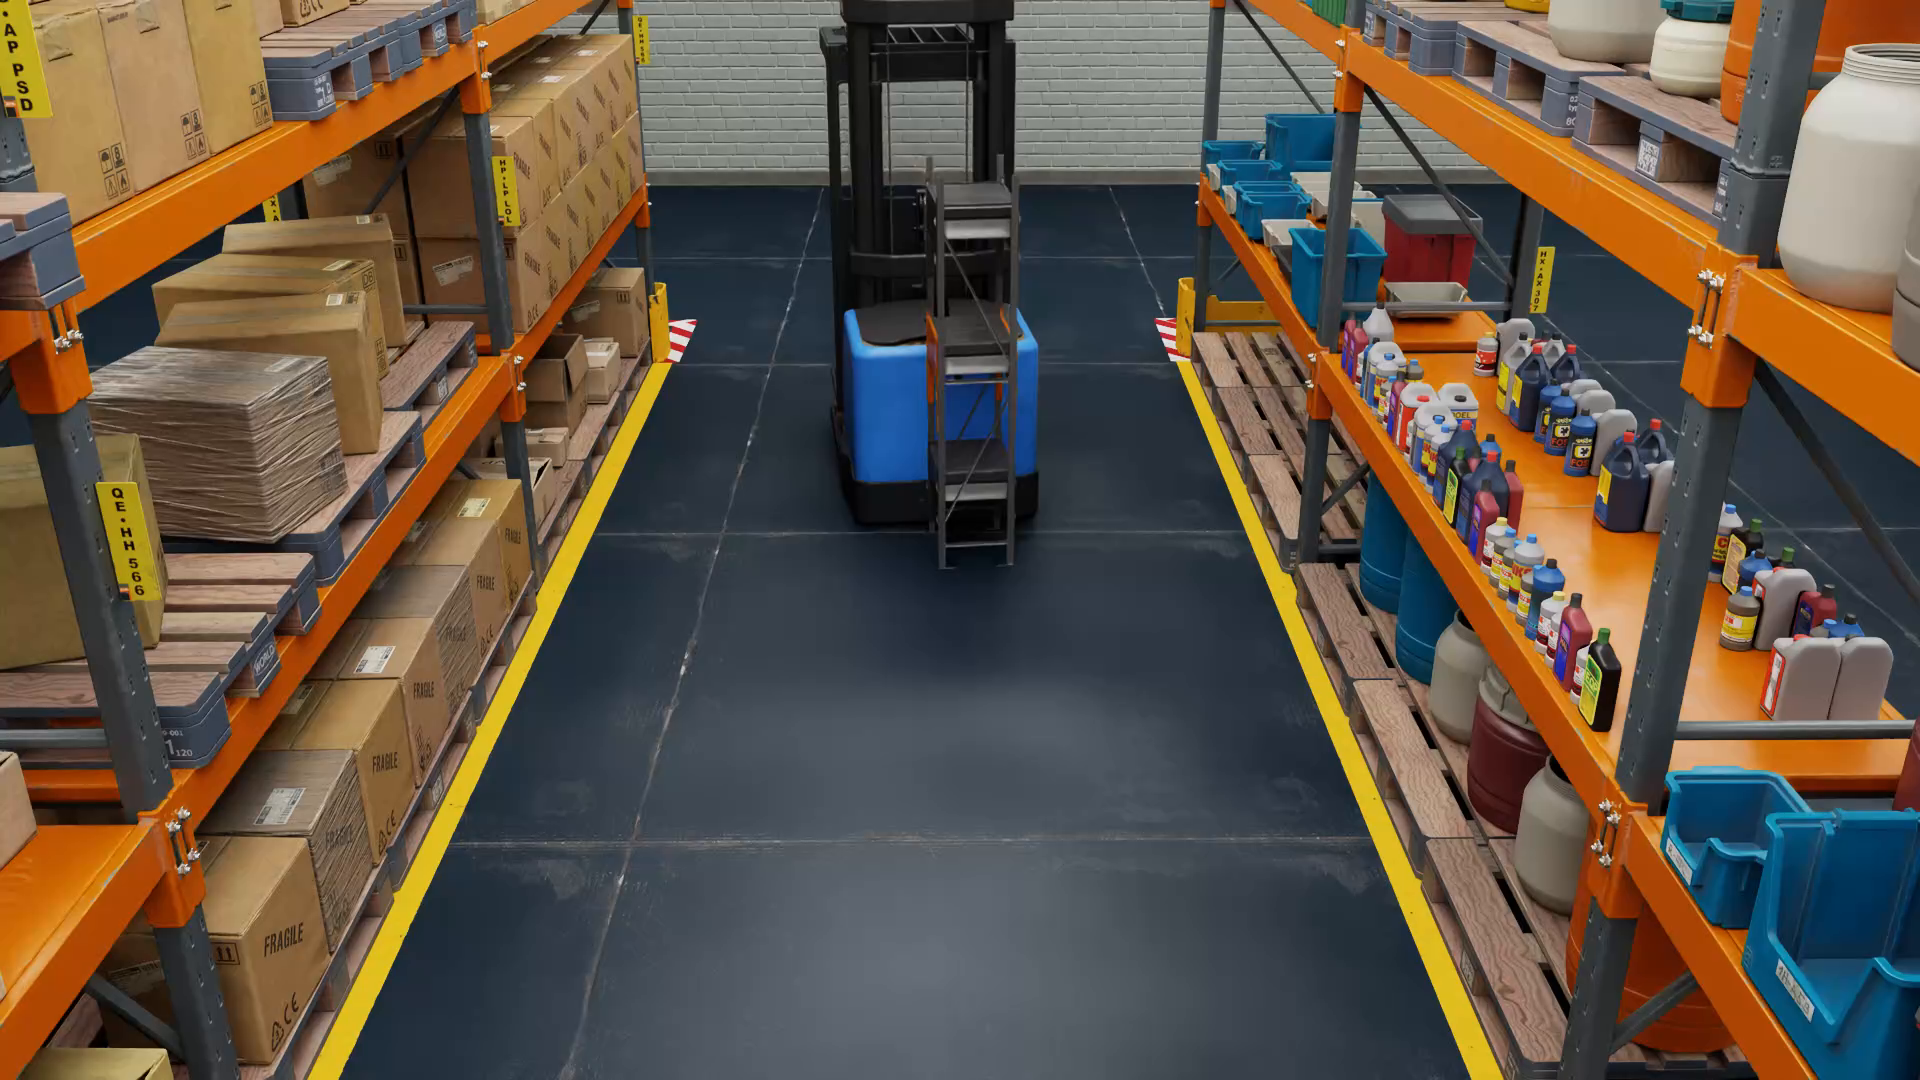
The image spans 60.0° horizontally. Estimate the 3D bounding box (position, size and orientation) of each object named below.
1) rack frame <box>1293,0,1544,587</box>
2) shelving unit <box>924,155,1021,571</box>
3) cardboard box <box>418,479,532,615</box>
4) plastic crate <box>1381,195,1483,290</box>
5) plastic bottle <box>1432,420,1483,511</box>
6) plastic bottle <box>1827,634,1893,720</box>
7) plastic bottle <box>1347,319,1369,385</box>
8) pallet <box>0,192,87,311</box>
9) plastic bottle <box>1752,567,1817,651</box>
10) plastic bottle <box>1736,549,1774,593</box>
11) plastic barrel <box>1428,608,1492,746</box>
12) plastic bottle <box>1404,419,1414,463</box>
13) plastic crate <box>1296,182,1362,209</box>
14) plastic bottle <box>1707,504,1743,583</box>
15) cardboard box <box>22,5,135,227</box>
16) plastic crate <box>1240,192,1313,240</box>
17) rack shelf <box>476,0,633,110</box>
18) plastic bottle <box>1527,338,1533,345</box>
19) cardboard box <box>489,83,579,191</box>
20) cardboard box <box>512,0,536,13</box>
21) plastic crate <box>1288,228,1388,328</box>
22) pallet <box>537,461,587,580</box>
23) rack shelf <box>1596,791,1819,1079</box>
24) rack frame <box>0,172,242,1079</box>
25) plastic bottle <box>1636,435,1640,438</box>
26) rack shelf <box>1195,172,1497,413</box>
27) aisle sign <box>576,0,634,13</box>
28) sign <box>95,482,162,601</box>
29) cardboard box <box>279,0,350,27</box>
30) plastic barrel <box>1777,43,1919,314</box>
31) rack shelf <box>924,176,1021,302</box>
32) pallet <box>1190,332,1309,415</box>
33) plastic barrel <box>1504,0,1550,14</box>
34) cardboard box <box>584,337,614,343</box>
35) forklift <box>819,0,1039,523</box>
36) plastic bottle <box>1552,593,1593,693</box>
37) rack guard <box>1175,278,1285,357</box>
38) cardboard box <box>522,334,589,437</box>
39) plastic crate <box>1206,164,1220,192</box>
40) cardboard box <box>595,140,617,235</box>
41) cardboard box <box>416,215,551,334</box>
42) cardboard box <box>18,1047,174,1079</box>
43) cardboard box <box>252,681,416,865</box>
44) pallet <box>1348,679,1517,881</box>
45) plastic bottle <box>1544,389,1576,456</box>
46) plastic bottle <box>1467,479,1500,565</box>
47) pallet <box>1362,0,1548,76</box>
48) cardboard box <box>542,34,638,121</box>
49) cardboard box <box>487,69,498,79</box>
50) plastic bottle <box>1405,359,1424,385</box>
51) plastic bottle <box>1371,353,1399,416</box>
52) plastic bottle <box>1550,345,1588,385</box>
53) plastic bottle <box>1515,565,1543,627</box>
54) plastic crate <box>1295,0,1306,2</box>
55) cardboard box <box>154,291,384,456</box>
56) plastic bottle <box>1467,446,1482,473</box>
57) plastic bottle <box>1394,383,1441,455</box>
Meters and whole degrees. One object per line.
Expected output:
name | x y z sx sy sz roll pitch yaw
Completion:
rack frame | 2.261 -1.131 8.111 1.000 3.000 0.127 0 24 -1
shelving unit | 0.056 -0.904 8.702 0.431 2.100 0.503 -3 25 -7
cardboard box | -2.401 0.030 8.043 0.500 0.500 0.500 0 24 -1
plastic crate | 2.502 -1.557 8.902 0.402 0.464 0.583 0 24 -1
plastic bottle | 1.897 -0.293 6.318 0.144 0.351 0.185 0 24 -1
plastic bottle | 2.623 0.394 4.890 0.152 0.276 0.135 0 24 -1
plastic bottle | 1.840 -0.870 7.675 0.061 0.283 0.133 0 24 -1
pallet | -2.552 -0.464 3.224 1.213 0.211 1.003 1 24 2
plastic bottle | 2.618 0.203 5.311 0.152 0.276 0.135 0 24 -1
plastic bottle | 2.583 0.158 5.418 0.097 0.271 0.097 0 24 0
plastic barrel | 2.174 0.560 6.881 0.421 0.512 0.421 0 24 0
plastic bottle | 1.869 -0.419 6.777 0.097 0.201 0.097 0 24 0
plastic crate | 2.396 -2.232 10.792 0.396 0.136 0.243 0 24 -1
plastic bottle | 2.640 0.007 5.750 0.097 0.271 0.097 0 24 0
cardboard box | -2.687 -1.054 4.179 0.910 0.500 0.500 0 24 -1
plastic crate | 1.908 -1.961 10.076 0.416 0.233 0.300 0 24 -1
rack shelf | -2.714 -2.974 9.418 1.077 0.370 4.000 0 24 -1
plastic bottle | 2.617 -0.832 7.691 0.097 0.201 0.097 0 24 0
cardboard box | -2.427 -2.231 9.209 0.500 0.500 0.500 -1 24 -2
cardboard box | -2.452 -2.816 8.379 0.500 0.250 0.500 0 24 -1
plastic crate | 1.914 -1.342 8.524 0.392 0.384 0.575 0 24 -1
pallet | -2.699 -0.123 9.266 1.003 0.211 1.213 0 24 -1
rack shelf | 2.326 1.669 2.793 1.077 0.370 4.000 0 24 -1
rack frame | -2.649 0.538 4.421 1.000 3.000 0.127 0 24 -1
plastic bottle | 2.650 -0.313 6.443 0.061 0.283 0.133 0 24 -1
rack shelf | 2.239 -1.628 10.082 1.077 0.370 4.000 0 24 -1
aisle sign | -2.431 -3.973 11.239 0.394 0.787 0.004 0 24 -1
sign | -2.094 0.006 4.191 0.100 0.325 0.005 0 24 -1
cardboard box | -2.731 -2.276 6.251 0.600 0.600 0.600 -1 24 -1
plastic barrel | 2.001 -0.771 3.540 0.421 0.512 0.421 0 24 0
rack shelf | 0.056 -1.530 8.419 0.431 0.518 0.480 -3 25 -7
pallet | 2.187 -1.169 11.578 1.003 0.211 1.213 0 24 -1
plastic barrel | 2.474 -2.400 6.538 0.600 0.588 0.600 0 24 0
cardboard box | -2.569 -1.278 11.340 0.380 0.166 0.250 0 24 -1
forklift | -0.256 -2.006 10.129 1.130 2.935 3.031 -3 25 -7
plastic bottle | 1.871 0.310 5.065 0.061 0.283 0.133 0 24 -1
rack guard | 2.204 -1.650 12.292 1.175 0.500 0.348 0 24 -1
cardboard box | -2.718 -0.948 10.201 0.797 0.503 0.637 0 24 -1
plastic crate | 1.811 -2.451 11.276 0.250 0.136 0.298 0 24 -1
cardboard box | -2.450 -2.202 10.356 0.500 0.500 0.500 0 24 0
cardboard box | -2.426 -1.367 8.512 0.500 0.500 0.500 0 24 1
cardboard box | -2.397 1.558 4.311 0.500 0.311 0.500 0 24 1
cardboard box | -2.380 0.865 6.197 0.500 0.500 0.500 -1 24 -1
pallet | 2.244 0.961 6.868 1.003 0.211 1.213 0 24 -1
plastic bottle | 2.475 -0.490 6.849 0.097 0.271 0.097 0 24 0
plastic bottle | 1.861 -0.066 5.896 0.061 0.283 0.133 0 24 -1
pallet | 2.367 -2.089 6.819 1.213 0.211 1.003 0 24 -1
cardboard box | -2.456 -3.078 11.080 0.500 0.500 0.500 0 24 -1
cardboard box | -2.975 -2.445 9.681 0.500 0.500 0.500 0 24 -1
plastic bottle | 2.013 -0.706 7.411 0.097 0.201 0.097 0 24 0
plastic bottle | 1.863 -0.681 7.273 0.097 0.271 0.097 0 24 0
plastic bottle | 2.600 -0.655 7.119 0.144 0.351 0.185 0 24 -1
plastic bottle | 1.885 0.180 5.454 0.097 0.201 0.097 0 24 0
plastic crate | 1.866 -2.900 8.702 0.293 0.136 0.466 0 24 -1
cardboard box | -2.611 -0.620 6.349 0.700 0.500 0.500 -6 25 -14
plastic bottle | 1.918 -0.197 6.187 0.061 0.283 0.133 0 24 -1
plastic bottle | 1.895 -0.501 6.868 0.152 0.276 0.135 0 24 -1
